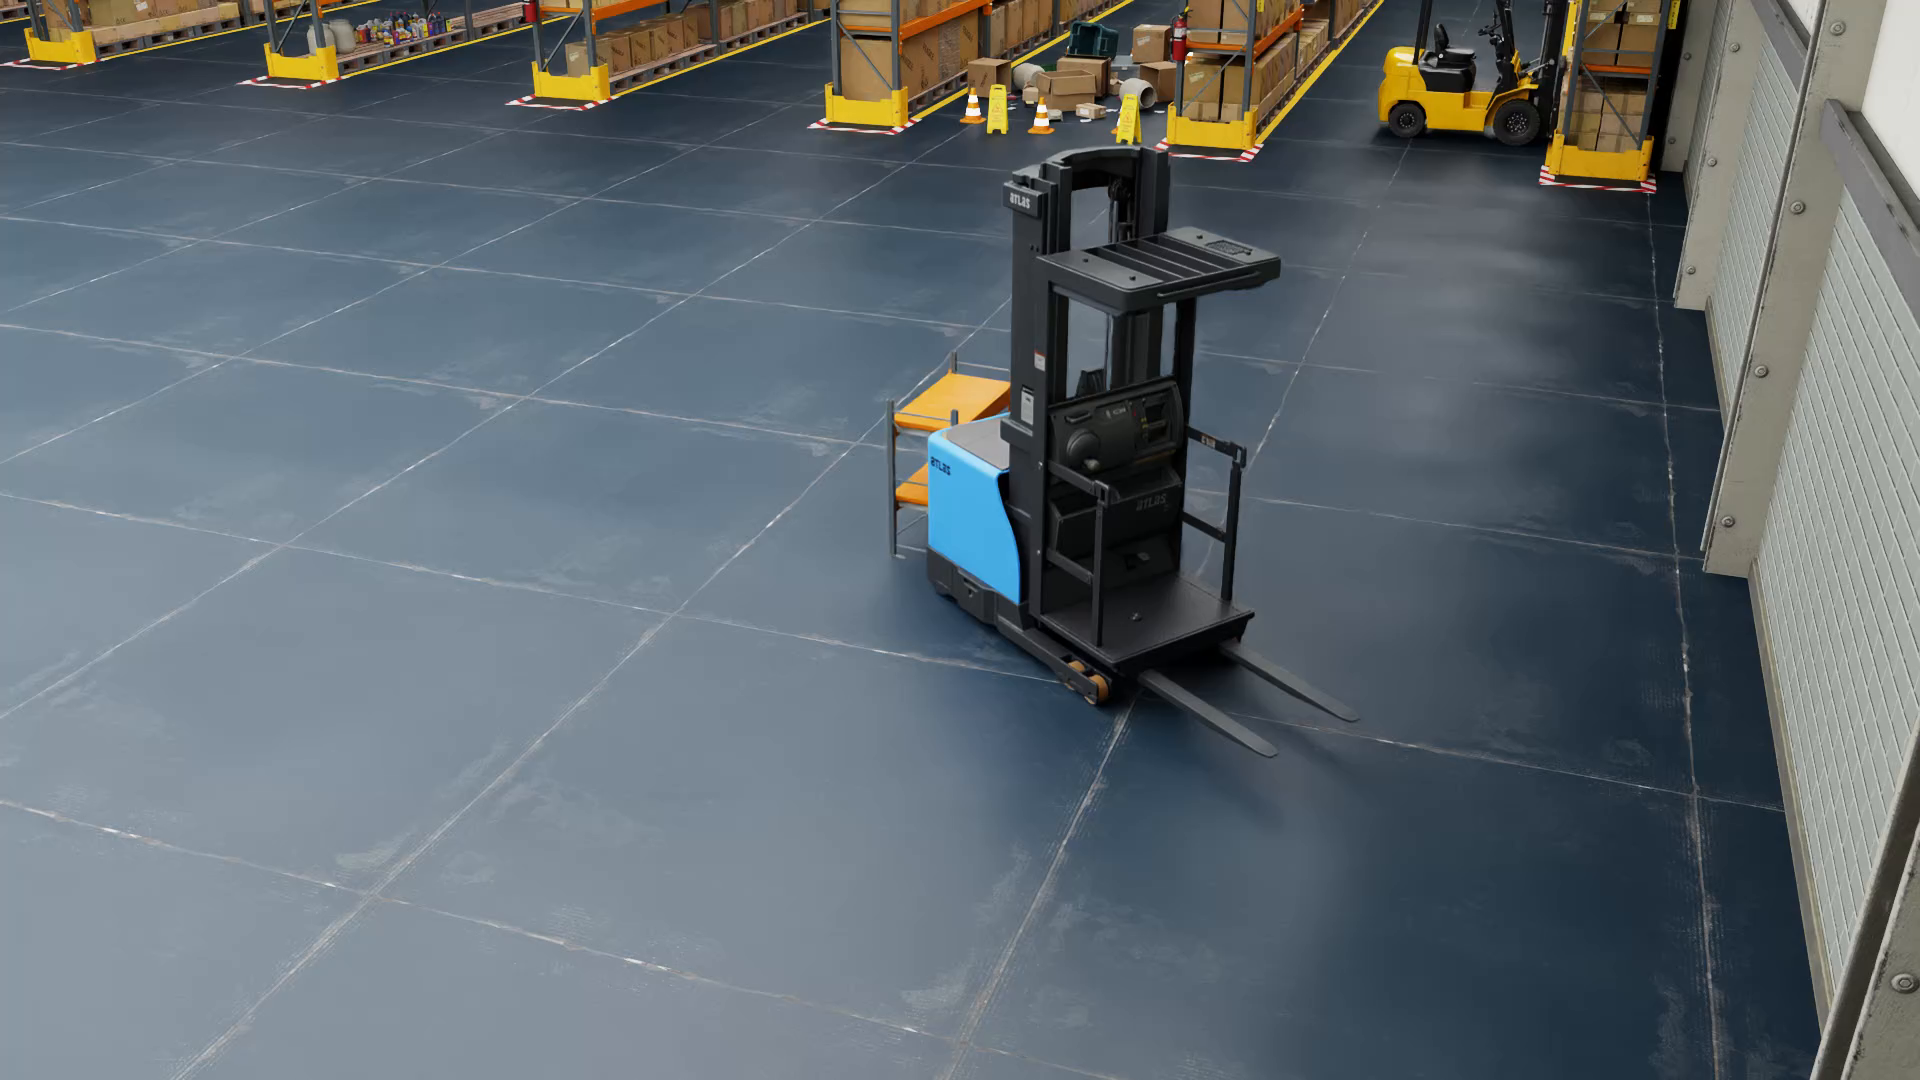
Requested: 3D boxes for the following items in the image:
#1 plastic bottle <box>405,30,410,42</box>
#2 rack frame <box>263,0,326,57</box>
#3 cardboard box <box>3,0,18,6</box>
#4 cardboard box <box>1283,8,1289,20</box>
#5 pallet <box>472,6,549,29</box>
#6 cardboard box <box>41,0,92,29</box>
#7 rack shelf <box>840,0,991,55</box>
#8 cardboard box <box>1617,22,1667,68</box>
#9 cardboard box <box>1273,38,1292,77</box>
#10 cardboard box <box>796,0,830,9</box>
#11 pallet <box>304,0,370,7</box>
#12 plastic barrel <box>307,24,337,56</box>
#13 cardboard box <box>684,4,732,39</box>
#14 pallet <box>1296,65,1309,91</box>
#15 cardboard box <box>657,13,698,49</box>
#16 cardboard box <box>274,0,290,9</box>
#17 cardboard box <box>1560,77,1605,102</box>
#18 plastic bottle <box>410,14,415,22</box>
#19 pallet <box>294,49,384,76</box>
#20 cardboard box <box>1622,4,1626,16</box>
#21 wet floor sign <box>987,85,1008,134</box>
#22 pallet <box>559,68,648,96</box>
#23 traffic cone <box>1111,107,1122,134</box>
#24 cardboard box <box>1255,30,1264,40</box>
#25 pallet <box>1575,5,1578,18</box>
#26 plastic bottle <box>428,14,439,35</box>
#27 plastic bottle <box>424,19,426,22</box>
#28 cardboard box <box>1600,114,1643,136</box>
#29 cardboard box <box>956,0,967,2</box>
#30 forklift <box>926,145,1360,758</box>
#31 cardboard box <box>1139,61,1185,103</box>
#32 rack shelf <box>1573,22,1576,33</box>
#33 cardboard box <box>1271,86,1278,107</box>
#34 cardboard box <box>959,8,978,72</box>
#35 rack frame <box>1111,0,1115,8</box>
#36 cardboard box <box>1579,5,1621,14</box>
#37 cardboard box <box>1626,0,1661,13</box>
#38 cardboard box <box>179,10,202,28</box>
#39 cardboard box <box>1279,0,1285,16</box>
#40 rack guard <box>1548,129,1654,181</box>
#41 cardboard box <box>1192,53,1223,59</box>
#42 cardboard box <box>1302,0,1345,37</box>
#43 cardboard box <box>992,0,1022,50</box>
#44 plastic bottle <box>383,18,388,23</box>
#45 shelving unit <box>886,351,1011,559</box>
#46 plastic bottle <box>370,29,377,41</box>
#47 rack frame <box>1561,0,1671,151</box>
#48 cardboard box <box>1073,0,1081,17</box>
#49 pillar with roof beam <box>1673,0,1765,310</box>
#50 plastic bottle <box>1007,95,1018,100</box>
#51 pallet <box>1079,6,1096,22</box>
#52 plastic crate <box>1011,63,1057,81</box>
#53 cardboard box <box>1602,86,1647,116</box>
[{"bbox_3d":[-9.564,-8.709,28.724,0.097,0.201,0.097,0,26,0],"label":"plastic bottle"},{"bbox_3d":[-10.642,-8.848,26.305,1.000,3.000,0.127,9,27,17],"label":"rack frame"},{"bbox_3d":[-18.803,-10.627,32.726,0.380,0.166,0.250,5,26,11],"label":"cardboard box"},{"bbox_3d":[4.551,-7.629,24.076,0.380,0.149,0.250,8,27,17],"label":"cardboard box"},{"bbox_3d":[-8.682,-10.068,32.025,1.003,0.211,1.213,9,27,17],"label":"pallet"},{"bbox_3d":[-15.414,-9.120,28.680,0.500,0.500,0.500,9,27,17],"label":"cardboard box"},{"bbox_3d":[-0.662,-7.867,25.105,1.077,0.370,4.000,9,27,17],"label":"rack shelf"},{"bbox_3d":[8.483,-6.182,20.685,0.500,0.500,0.500,10,27,19],"label":"cardboard box"},{"bbox_3d":[4.594,-7.134,24.578,0.500,0.500,0.500,9,27,18],"label":"cardboard box"},{"bbox_3d":[-3.060,-10.930,32.563,1.225,0.875,0.875,7,27,15],"label":"cardboard box"},{"bbox_3d":[-12.960,-11.267,34.503,1.003,0.211,1.213,9,27,17],"label":"pallet"},{"bbox_3d":[-10.495,-8.198,27.337,0.421,0.512,0.421,0,26,0],"label":"plastic barrel"},{"bbox_3d":[-4.415,-9.095,29.180,0.700,0.500,0.500,7,27,13],"label":"cardboard box"},{"bbox_3d":[4.963,-7.401,26.517,1.003,0.211,1.213,9,27,17],"label":"pallet"},{"bbox_3d":[-4.811,-8.679,28.342,0.500,0.500,0.500,8,27,16],"label":"cardboard box"},{"bbox_3d":[-13.441,-10.502,32.396,0.500,0.250,0.500,9,27,19],"label":"cardboard box"},{"bbox_3d":[8.080,-5.821,21.579,0.500,0.250,0.500,9,27,18],"label":"cardboard box"},{"bbox_3d":[-9.811,-9.247,29.743,0.061,0.283,0.133,9,27,17],"label":"plastic bottle"},{"bbox_3d":[-10.385,-7.964,27.679,1.003,0.211,1.213,9,27,17],"label":"pallet"},{"bbox_3d":[8.527,-6.627,20.859,0.380,0.149,0.250,8,27,17],"label":"cardboard box"},{"bbox_3d":[0.530,-6.010,23.146,0.267,0.644,0.232,4,26,8],"label":"wet floor sign"},{"bbox_3d":[-5.642,-7.234,26.173,1.003,0.211,1.213,9,27,17],"label":"pallet"},{"bbox_3d":[2.301,-5.914,23.158,0.336,0.463,0.334,9,27,17],"label":"traffic cone"},{"bbox_3d":[3.918,-6.892,22.554,0.380,0.149,0.250,8,27,16],"label":"cardboard box"},{"bbox_3d":[12.683,-10.435,32.784,1.003,0.211,1.213,9,27,17],"label":"pallet"},{"bbox_3d":[-9.317,-9.112,29.386,0.144,0.351,0.185,7,27,15],"label":"plastic bottle"},{"bbox_3d":[-9.465,-9.089,29.425,0.152,0.276,0.135,9,27,17],"label":"plastic bottle"},{"bbox_3d":[8.409,-5.314,21.106,0.500,0.250,0.500,9,27,18],"label":"cardboard box"},{"bbox_3d":[-0.269,-8.697,25.822,0.875,0.550,0.550,9,27,17],"label":"cardboard box"},{"bbox_3d":[1.029,-0.616,9.382,1.130,2.935,3.031,-17,30,-31],"label":"forklift"},{"bbox_3d":[3.066,-6.969,25.291,0.500,0.500,0.500,-14,29,-27],"label":"cardboard box"},{"bbox_3d":[10.053,-8.116,25.619,1.077,0.370,4.000,9,27,17],"label":"rack shelf"},{"bbox_3d":[4.250,-6.370,23.861,0.500,0.250,0.500,11,28,21],"label":"cardboard box"},{"bbox_3d":[-0.272,-7.997,26.504,0.875,0.875,0.875,9,27,18],"label":"cardboard box"},{"bbox_3d":[2.666,-12.300,33.435,1.000,3.000,0.127,9,27,17],"label":"rack frame"},{"bbox_3d":[8.324,-6.682,21.717,0.500,0.500,0.500,8,27,16],"label":"cardboard box"},{"bbox_3d":[8.369,-6.552,20.363,0.380,0.149,0.250,8,27,16],"label":"cardboard box"},{"bbox_3d":[-14.257,-9.529,30.385,0.500,0.250,0.500,9,27,17],"label":"cardboard box"},{"bbox_3d":[4.293,-7.659,23.393,0.500,0.500,0.500,8,27,16],"label":"cardboard box"},{"bbox_3d":[8.048,-4.839,20.894,1.175,0.500,0.348,9,27,17],"label":"rack guard"},{"bbox_3d":[3.454,-6.801,23.146,0.380,0.149,0.250,10,27,19],"label":"cardboard box"},{"bbox_3d":[6.345,-9.484,29.576,0.875,0.875,0.875,8,27,17],"label":"cardboard box"},{"bbox_3d":[0.450,-8.853,28.415,1.050,0.750,0.750,9,27,17],"label":"cardboard box"},{"bbox_3d":[-10.128,-9.056,29.347,0.061,0.283,0.133,10,28,20],"label":"plastic bottle"},{"bbox_3d":[-0.040,-0.566,11.351,0.538,1.125,1.048,11,28,21],"label":"shelving unit"},{"bbox_3d":[-10.164,-8.751,28.811,0.097,0.201,0.097,0,26,0],"label":"plastic bottle"},{"bbox_3d":[8.056,-5.974,20.370,1.000,3.000,0.127,9,27,17],"label":"rack frame"},{"bbox_3d":[1.975,-10.181,31.445,0.500,0.500,0.500,9,27,18],"label":"cardboard box"},{"bbox_3d":[3.082,-6.988,15.580,9.100,9.000,0.400,9,27,17],"label":"pillar with roof beam"},{"bbox_3d":[0.747,-6.743,25.331,0.283,0.061,0.133,0,26,-1],"label":"plastic bottle"},{"bbox_3d":[2.004,-10.222,32.343,1.003,0.211,1.213,9,27,17],"label":"pallet"},{"bbox_3d":[1.181,-7.511,26.706,0.662,0.188,0.450,-20,23,-36],"label":"plastic crate"},{"bbox_3d":[8.395,-5.545,21.011,0.500,0.250,0.500,8,27,17],"label":"cardboard box"}]
